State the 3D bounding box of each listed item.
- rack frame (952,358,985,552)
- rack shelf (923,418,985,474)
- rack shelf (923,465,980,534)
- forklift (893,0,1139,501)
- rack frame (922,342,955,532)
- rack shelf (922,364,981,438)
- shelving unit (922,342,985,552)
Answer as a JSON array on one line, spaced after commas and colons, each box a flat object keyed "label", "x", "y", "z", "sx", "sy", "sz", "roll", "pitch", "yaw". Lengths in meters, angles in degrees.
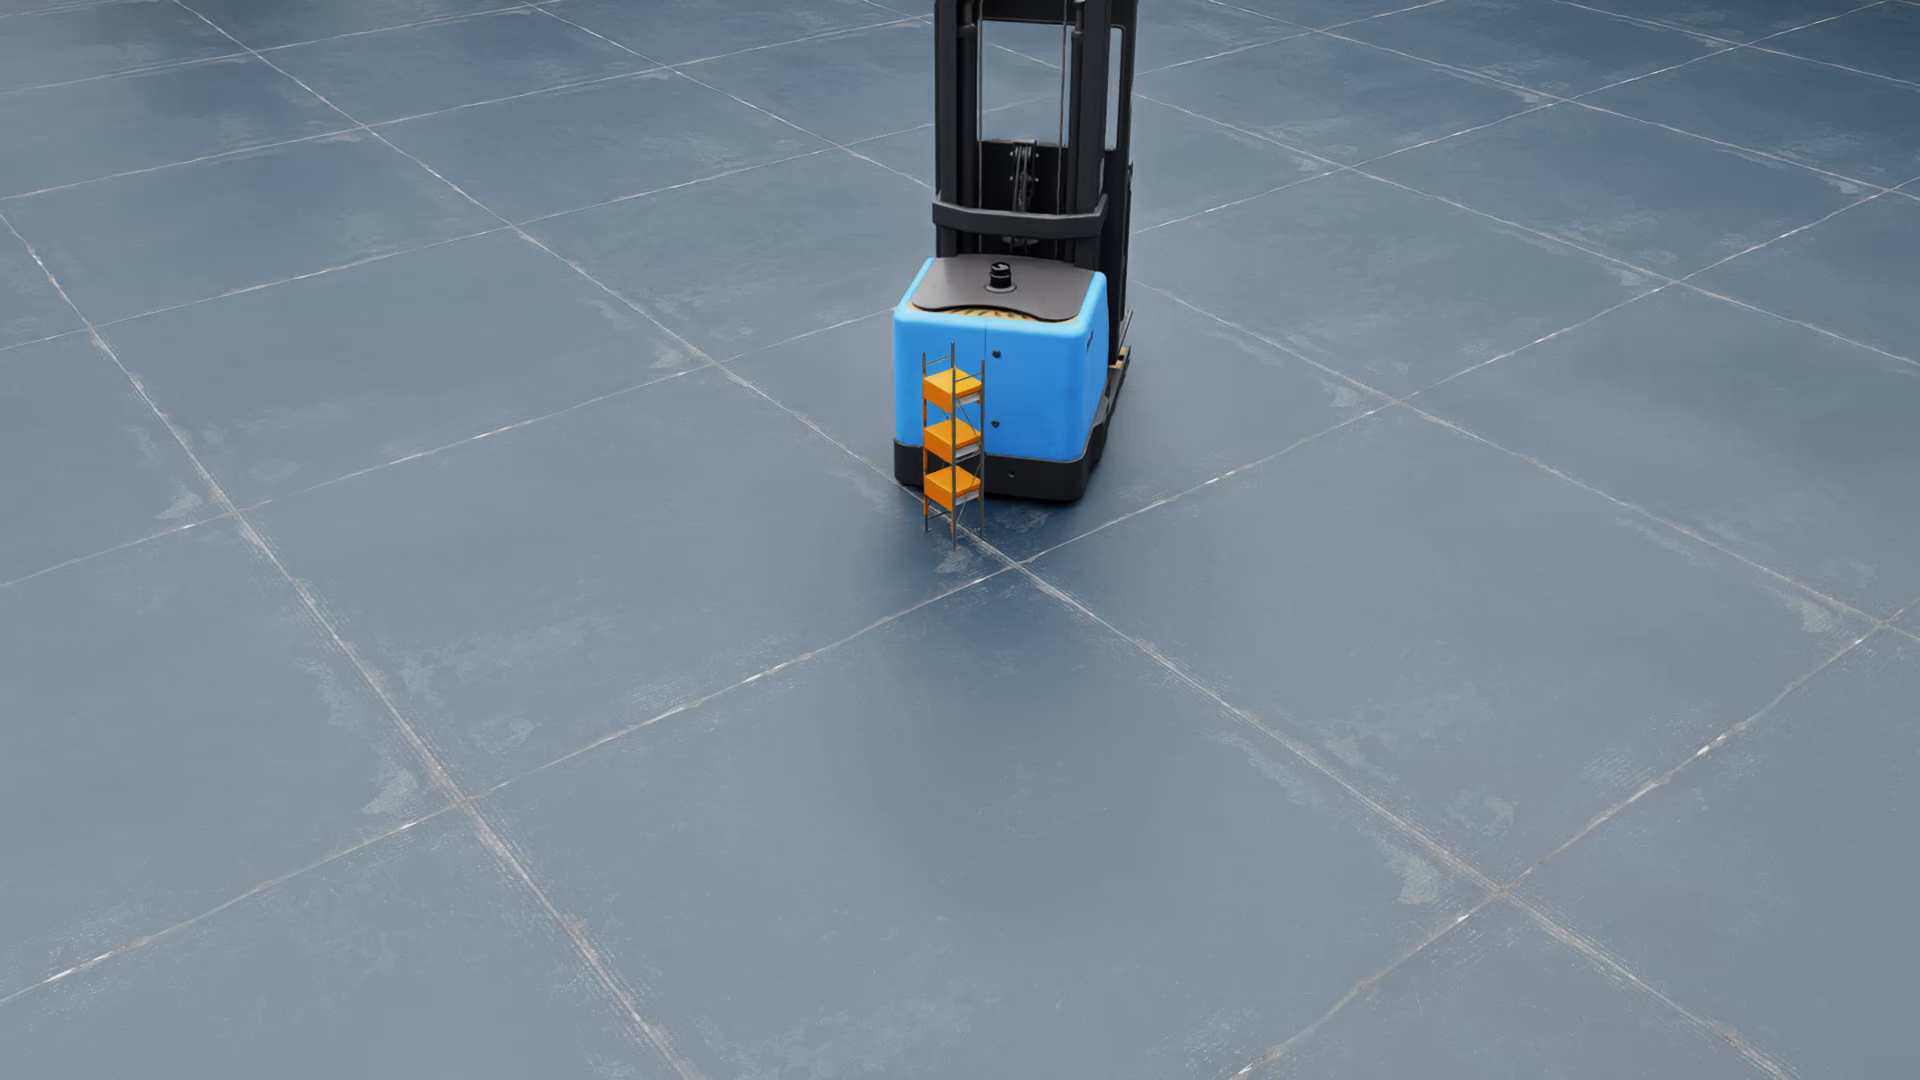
[{"label": "rack frame", "x": 0.042, "y": -0.417, "z": 8.427, "sx": 0.200, "sy": 1.050, "sz": 0.008, "roll": -22, "pitch": 38, "yaw": -31}, {"label": "rack shelf", "x": -0.033, "y": -0.459, "z": 8.515, "sx": 0.215, "sy": 0.259, "sz": 0.240, "roll": -22, "pitch": 38, "yaw": -31}, {"label": "rack shelf", "x": -0.033, "y": -0.223, "z": 8.661, "sx": 0.215, "sy": 0.259, "sz": 0.240, "roll": -22, "pitch": 38, "yaw": -31}, {"label": "forklift", "x": 0.454, "y": -2.222, "z": 9.549, "sx": 1.130, "sy": 2.935, "sz": 3.031, "roll": 7, "pitch": 32, "yaw": 11}, {"label": "rack frame", "x": -0.108, "y": -0.519, "z": 8.591, "sx": 0.200, "sy": 1.050, "sz": 0.008, "roll": -22, "pitch": 38, "yaw": -31}, {"label": "rack shelf", "x": -0.033, "y": -0.700, "z": 8.365, "sx": 0.215, "sy": 0.259, "sz": 0.240, "roll": -22, "pitch": 38, "yaw": -31}, {"label": "shelving unit", "x": -0.033, "y": -0.468, "z": 8.509, "sx": 0.215, "sy": 1.050, "sz": 0.252, "roll": -22, "pitch": 38, "yaw": -31}]
